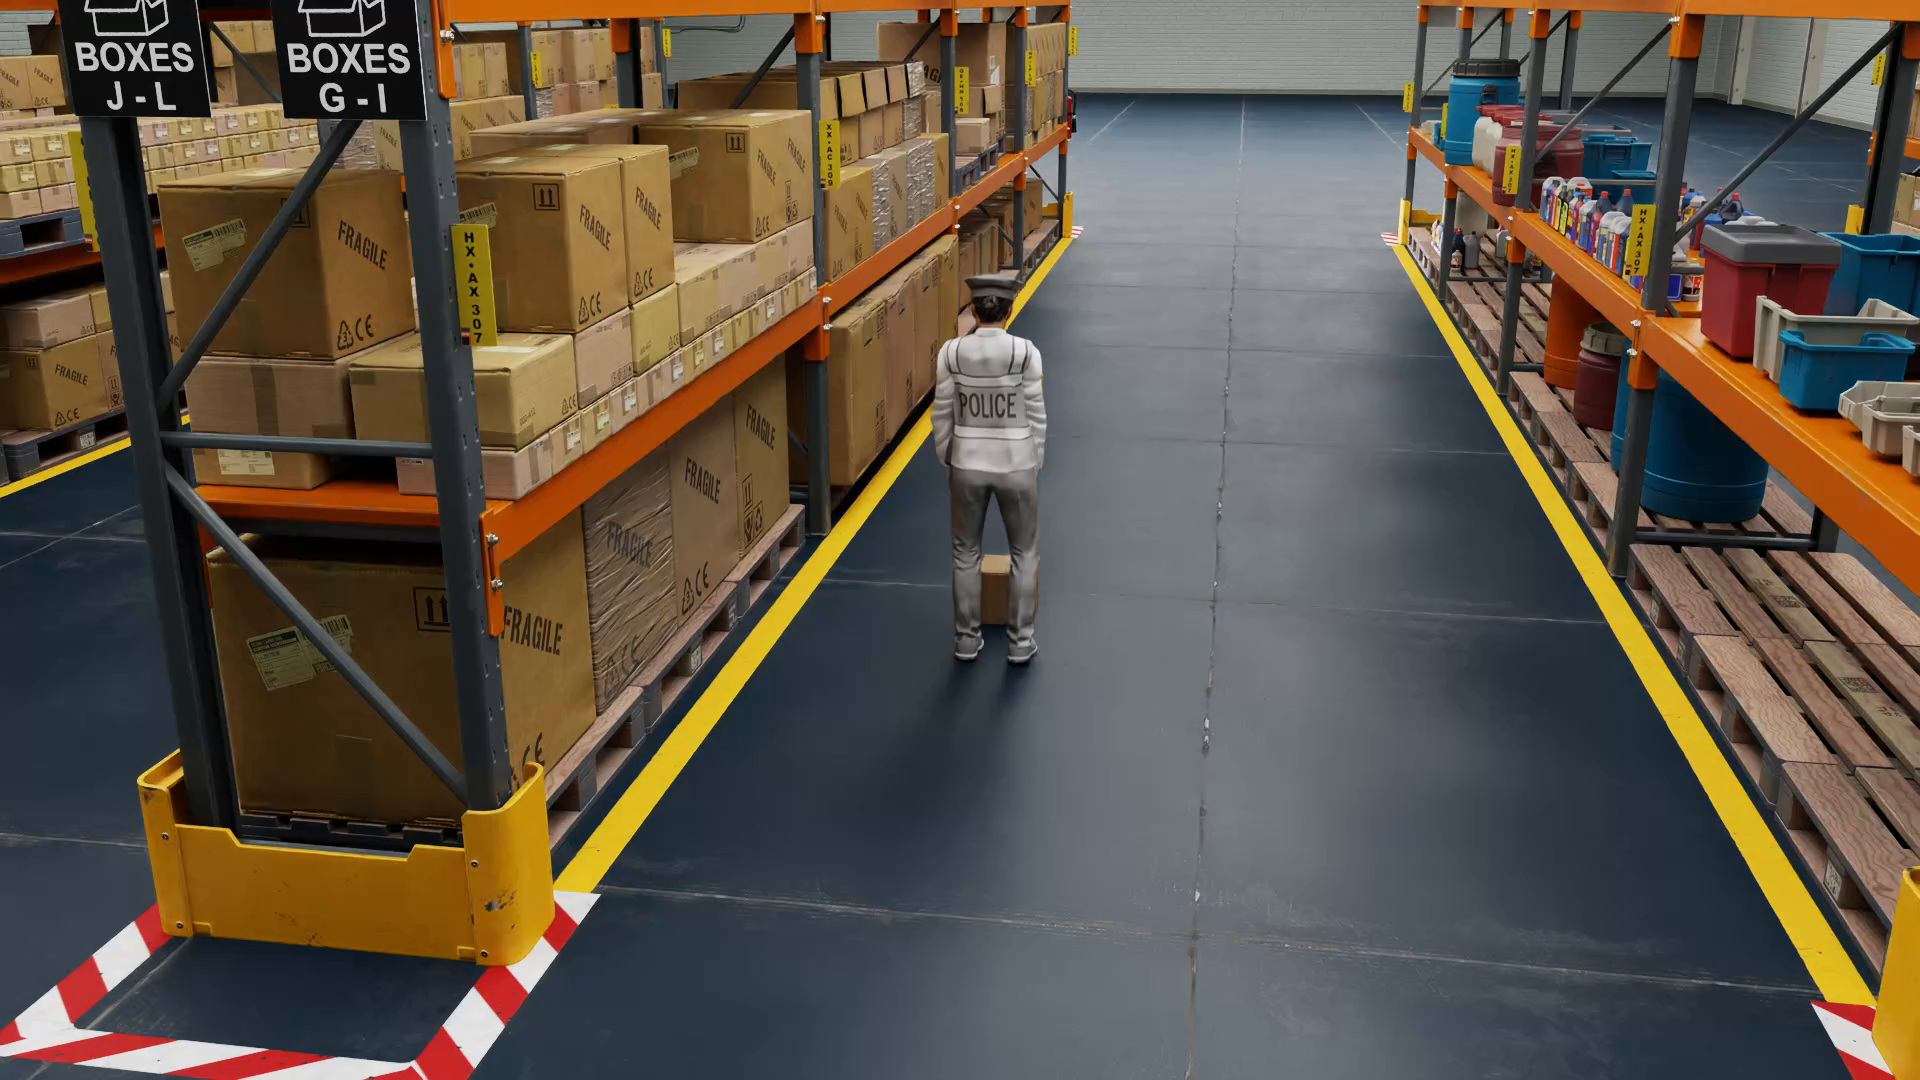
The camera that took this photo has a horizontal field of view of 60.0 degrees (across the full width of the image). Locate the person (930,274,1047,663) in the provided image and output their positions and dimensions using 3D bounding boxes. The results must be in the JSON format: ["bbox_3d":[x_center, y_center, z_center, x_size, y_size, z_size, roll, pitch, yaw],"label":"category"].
[{"bbox_3d":[0.123,-0.287,6.984,0.488,1.648,0.391,3,18,10],"label":"person"}]
